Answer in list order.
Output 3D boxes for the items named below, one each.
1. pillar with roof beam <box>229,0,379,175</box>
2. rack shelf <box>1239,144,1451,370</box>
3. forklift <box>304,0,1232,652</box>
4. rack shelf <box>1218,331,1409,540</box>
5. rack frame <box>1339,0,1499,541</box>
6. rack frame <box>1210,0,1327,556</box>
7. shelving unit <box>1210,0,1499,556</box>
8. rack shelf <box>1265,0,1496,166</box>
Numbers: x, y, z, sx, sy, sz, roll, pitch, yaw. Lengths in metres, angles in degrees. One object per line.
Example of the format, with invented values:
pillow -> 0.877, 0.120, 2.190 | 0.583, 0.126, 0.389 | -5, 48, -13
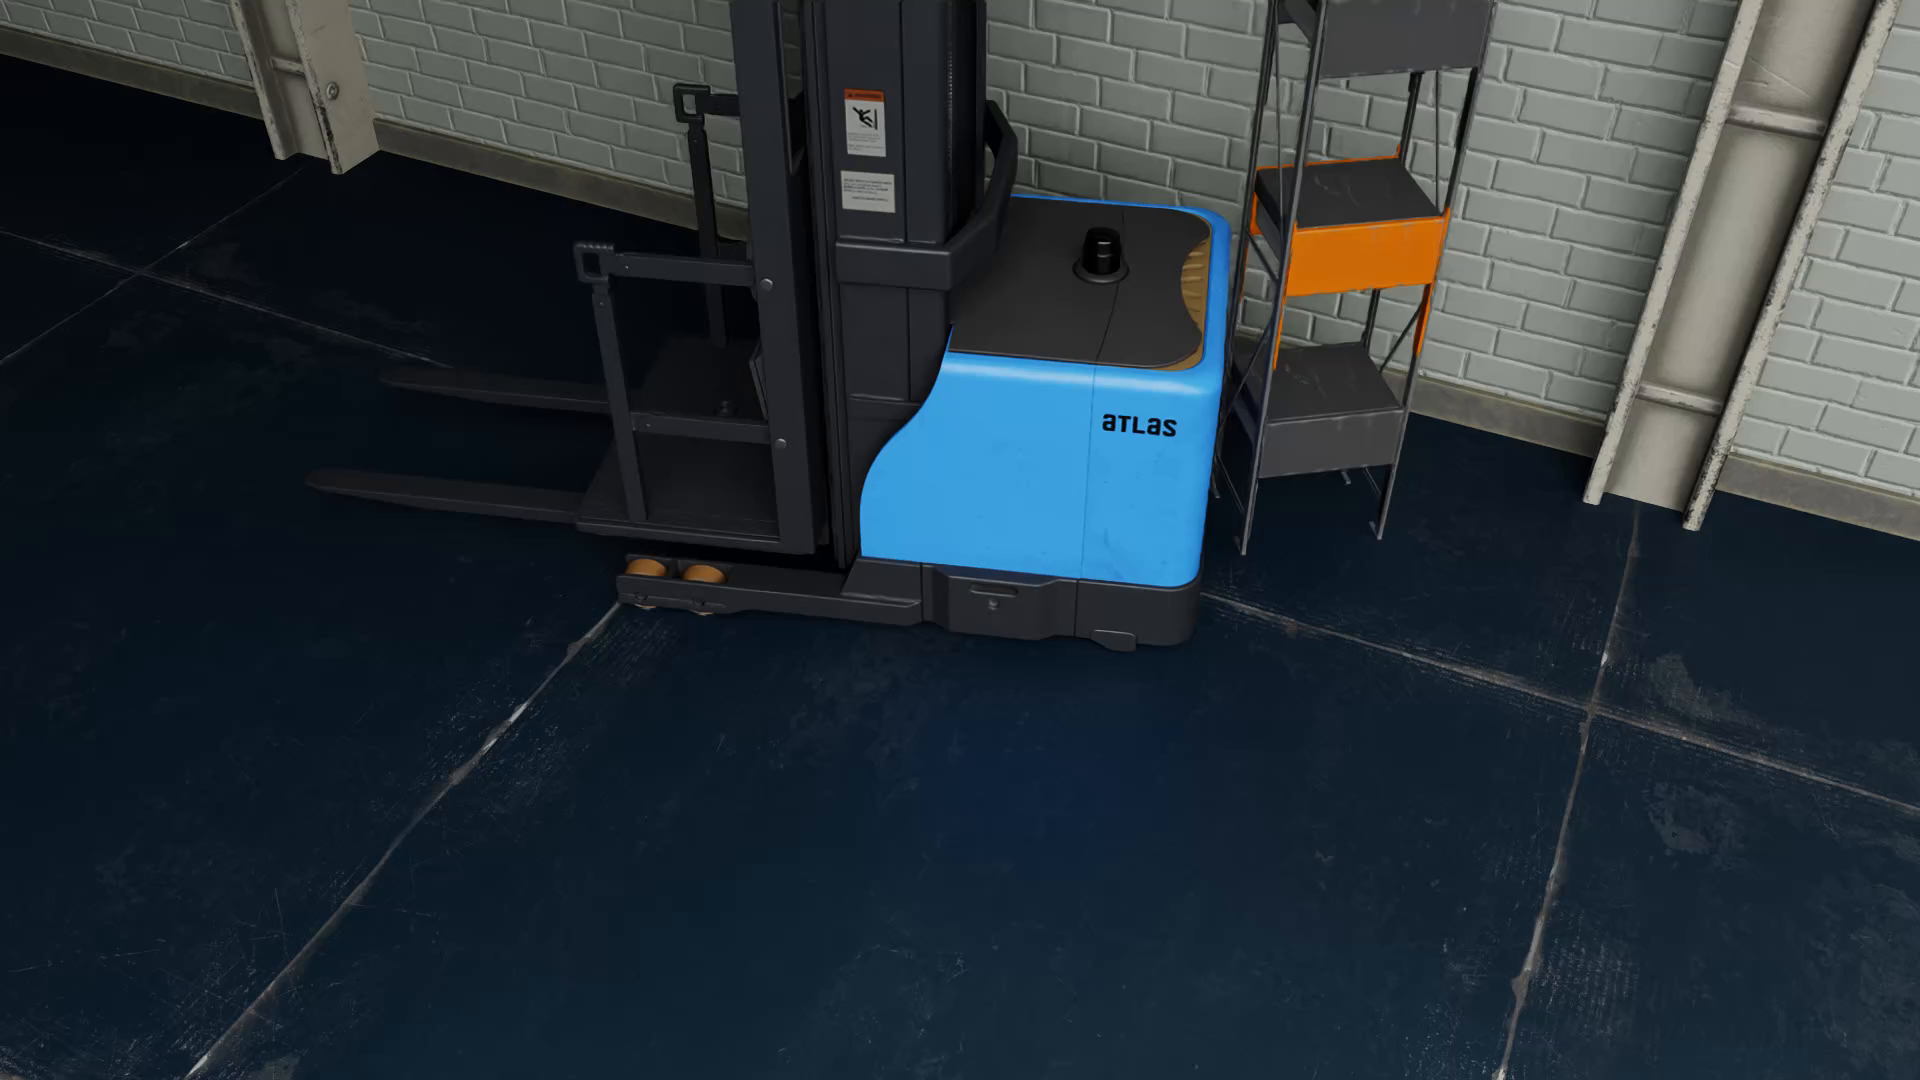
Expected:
pillar with roof beam -> -4.803, -2.682, 1.973 | 0.400, 9.000, 9.100 | 17, 44, 19
rack shelf -> 1.175, -0.885, 5.188 | 0.480, 0.518, 0.431 | -6, 41, -7
forklift -> -0.680, -1.198, 4.895 | 3.031, 2.935, 1.130 | 6, 41, 7
rack shelf -> 1.175, -0.355, 5.646 | 0.480, 0.518, 0.431 | -6, 41, -7
rack frame -> 1.416, -0.922, 5.210 | 0.015, 2.100, 0.400 | -6, 41, -7
rack frame -> 0.935, -0.868, 5.148 | 0.015, 2.100, 0.400 | -6, 41, -7
shelving unit -> 1.175, -0.895, 5.179 | 0.503, 2.100, 0.431 | -6, 41, -7
rack shelf -> 1.175, -1.415, 4.731 | 0.480, 0.518, 0.431 | -6, 41, -7
